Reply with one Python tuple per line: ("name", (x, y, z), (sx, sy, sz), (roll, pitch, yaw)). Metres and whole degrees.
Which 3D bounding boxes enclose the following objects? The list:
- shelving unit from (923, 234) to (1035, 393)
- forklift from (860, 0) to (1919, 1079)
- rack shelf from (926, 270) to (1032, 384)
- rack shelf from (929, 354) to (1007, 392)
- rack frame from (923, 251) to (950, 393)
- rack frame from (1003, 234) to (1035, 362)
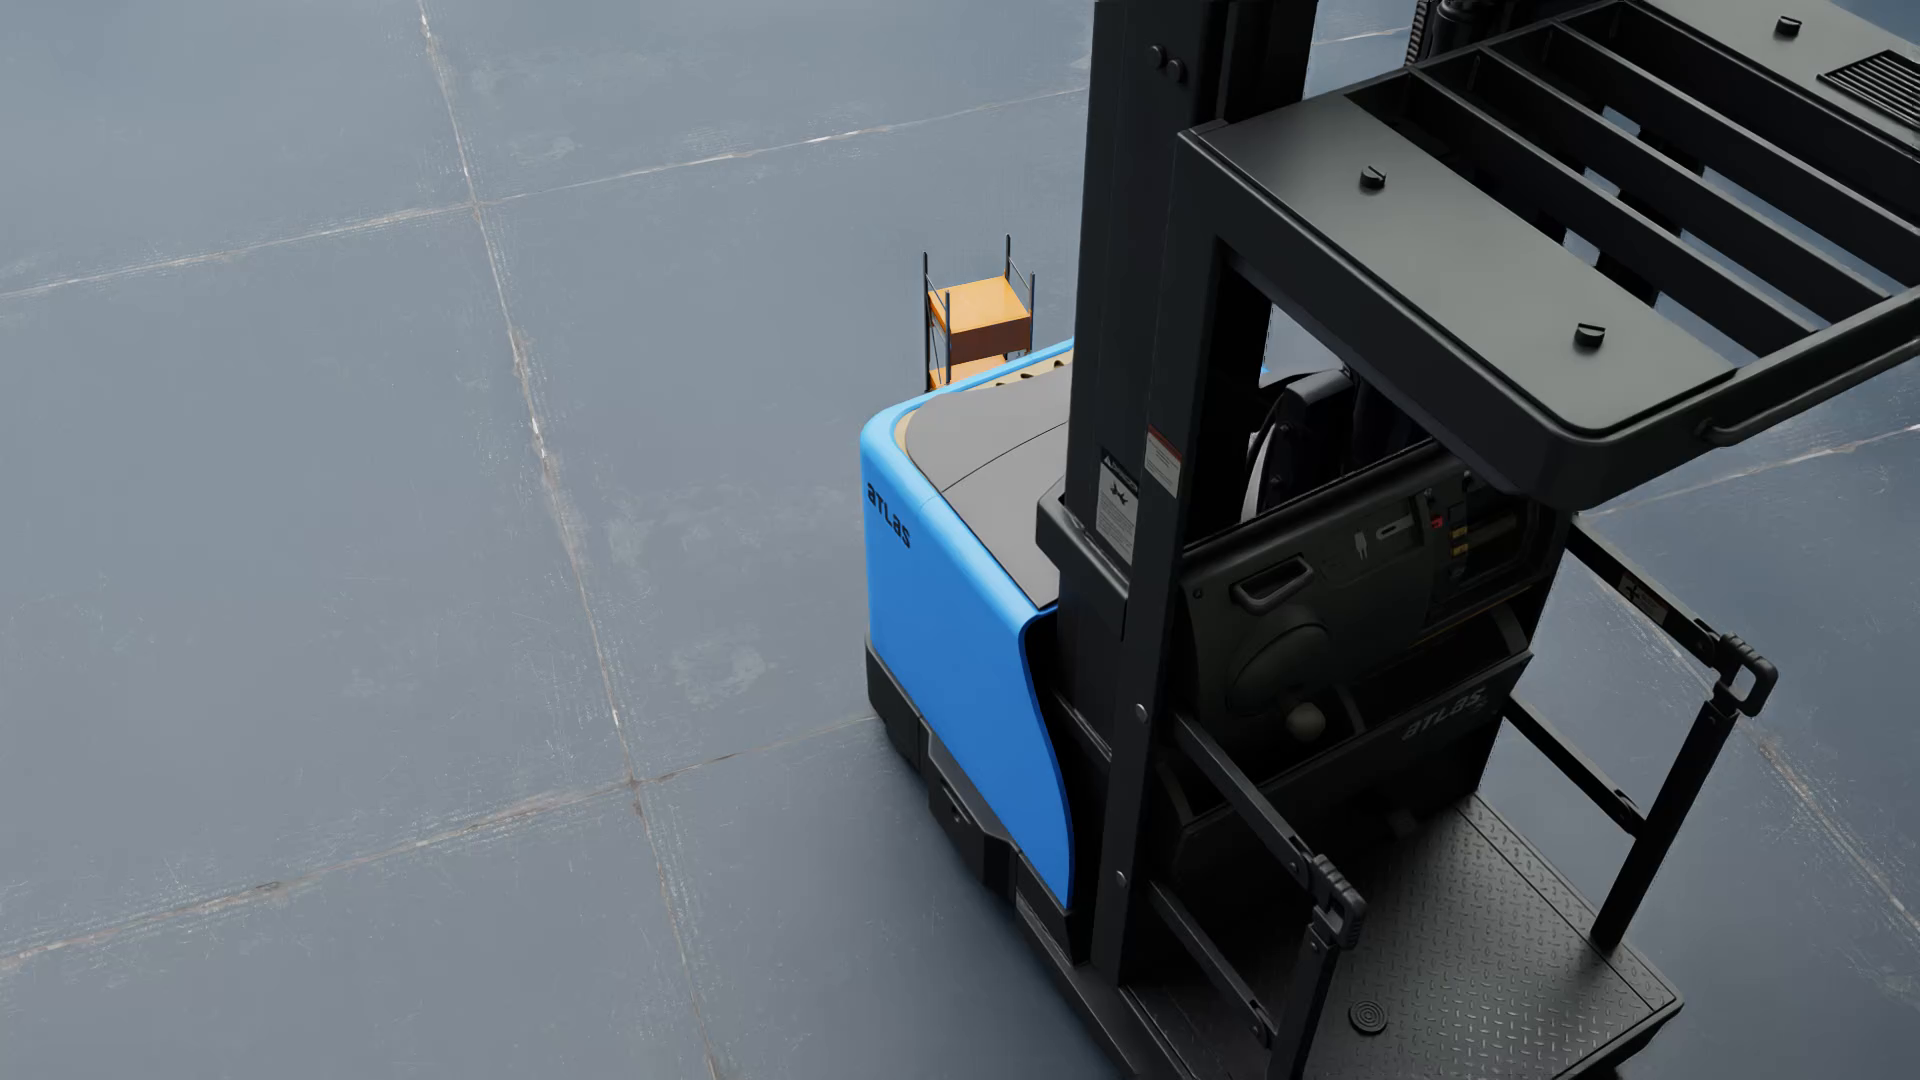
("shelving unit", (0.050, -0.383, 4.891), (0.252, 1.050, 0.215), (-14, 47, -14))
("forklift", (0.922, 0.154, 3.028), (1.130, 2.935, 3.031), (-23, 49, -21))
("rack shelf", (0.050, -0.576, 4.697), (0.240, 0.259, 0.215), (-14, 47, -14))
("rack shelf", (0.050, -0.376, 4.898), (0.240, 0.259, 0.215), (-14, 47, -14))
("rack frame", (-0.064, -0.354, 4.862), (0.008, 1.050, 0.200), (-14, 47, -14))
("rack frame", (0.165, -0.413, 4.920), (0.008, 1.050, 0.200), (-14, 47, -14))
